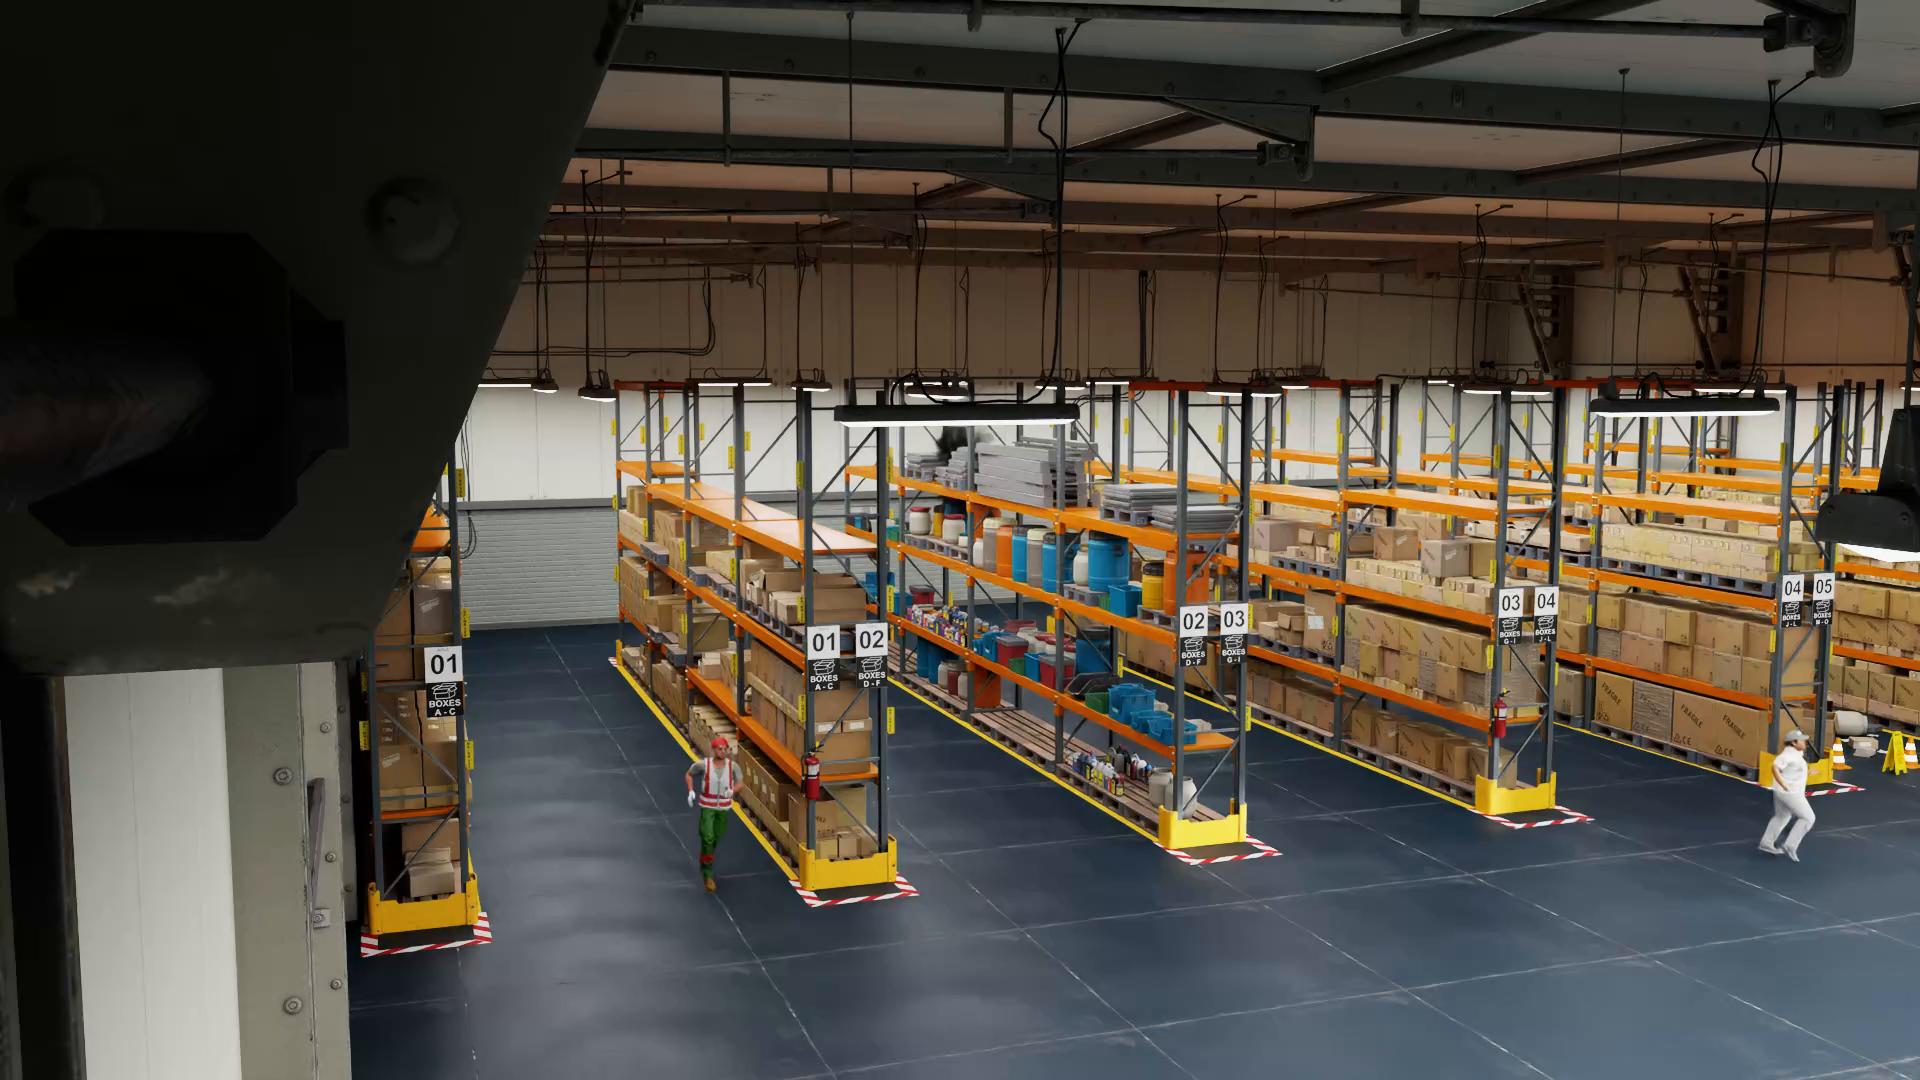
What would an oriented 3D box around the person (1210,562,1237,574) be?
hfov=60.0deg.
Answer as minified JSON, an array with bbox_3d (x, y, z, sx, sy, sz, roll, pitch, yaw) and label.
[{"bbox_3d":[6.310,1.150,40.820,0.970,1.803,0.743,-3,7,-26],"label":"person"}]

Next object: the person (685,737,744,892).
[{"bbox_3d":[-2.980,3.287,20.345,0.694,1.780,0.962,-3,7,-23],"label":"person"}]

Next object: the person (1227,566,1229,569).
[{"bbox_3d":[6.044,1.439,38.396,0.657,1.803,0.782,-2,6,-14],"label":"person"}]

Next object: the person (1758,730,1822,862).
[{"bbox_3d":[10.668,3.274,21.341,0.687,1.704,0.574,2,6,19],"label":"person"}]
